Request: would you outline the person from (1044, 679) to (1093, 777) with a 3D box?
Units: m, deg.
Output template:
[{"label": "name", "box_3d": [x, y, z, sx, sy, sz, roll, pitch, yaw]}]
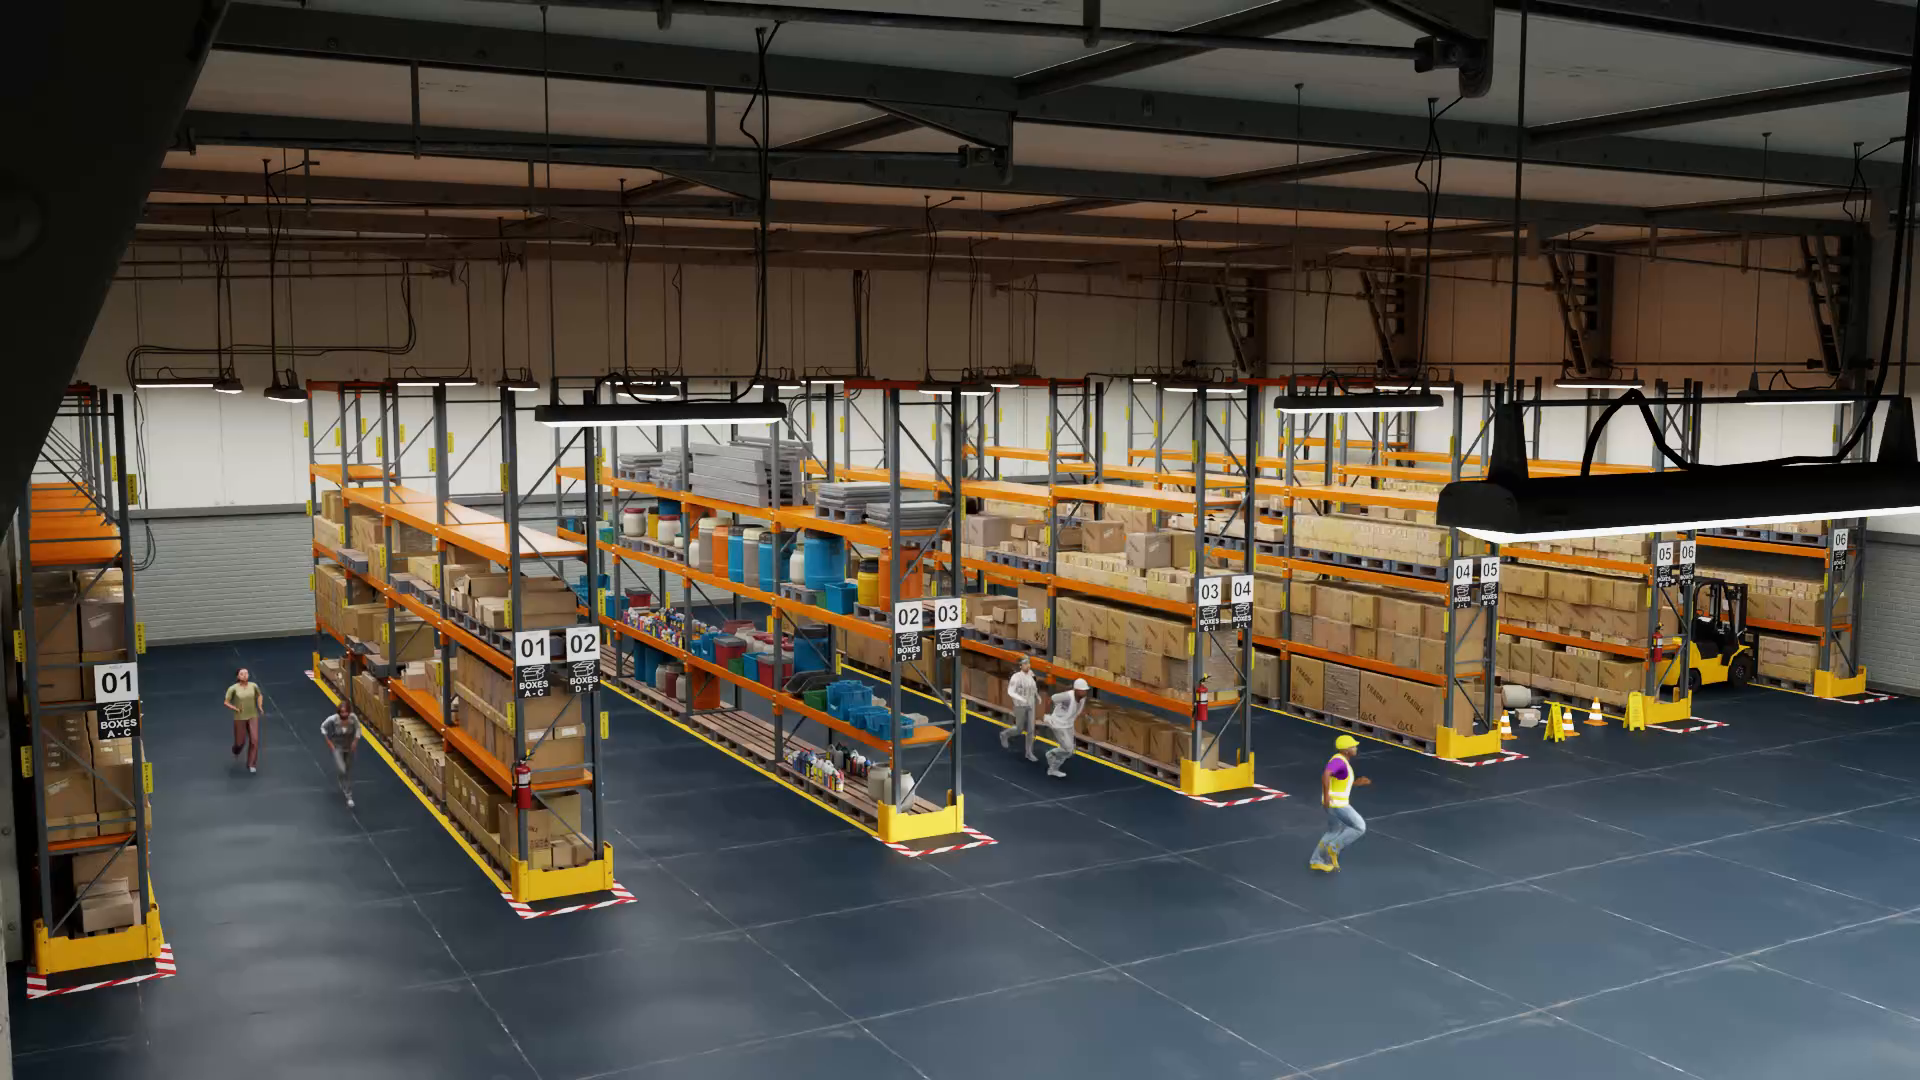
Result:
[{"label": "person", "box_3d": [1.617, 2.862, 25.239, 0.822, 1.589, 0.715, 6, 8, 44]}]

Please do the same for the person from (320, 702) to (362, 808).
[{"label": "person", "box_3d": [-8.926, 3.062, 24.005, 0.558, 1.510, 0.896, -3, 7, -25]}]

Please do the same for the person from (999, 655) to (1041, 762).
[{"label": "person", "box_3d": [1.010, 2.668, 26.751, 0.625, 1.698, 0.810, -4, 7, -34]}]

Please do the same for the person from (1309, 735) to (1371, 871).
[{"label": "person", "box_3d": [4.726, 3.270, 20.614, 0.752, 1.707, 0.744, 1, 6, 6]}]

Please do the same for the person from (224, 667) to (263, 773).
[{"label": "person", "box_3d": [-11.109, 2.773, 25.856, 0.588, 1.628, 0.758, -5, 8, -37]}]
